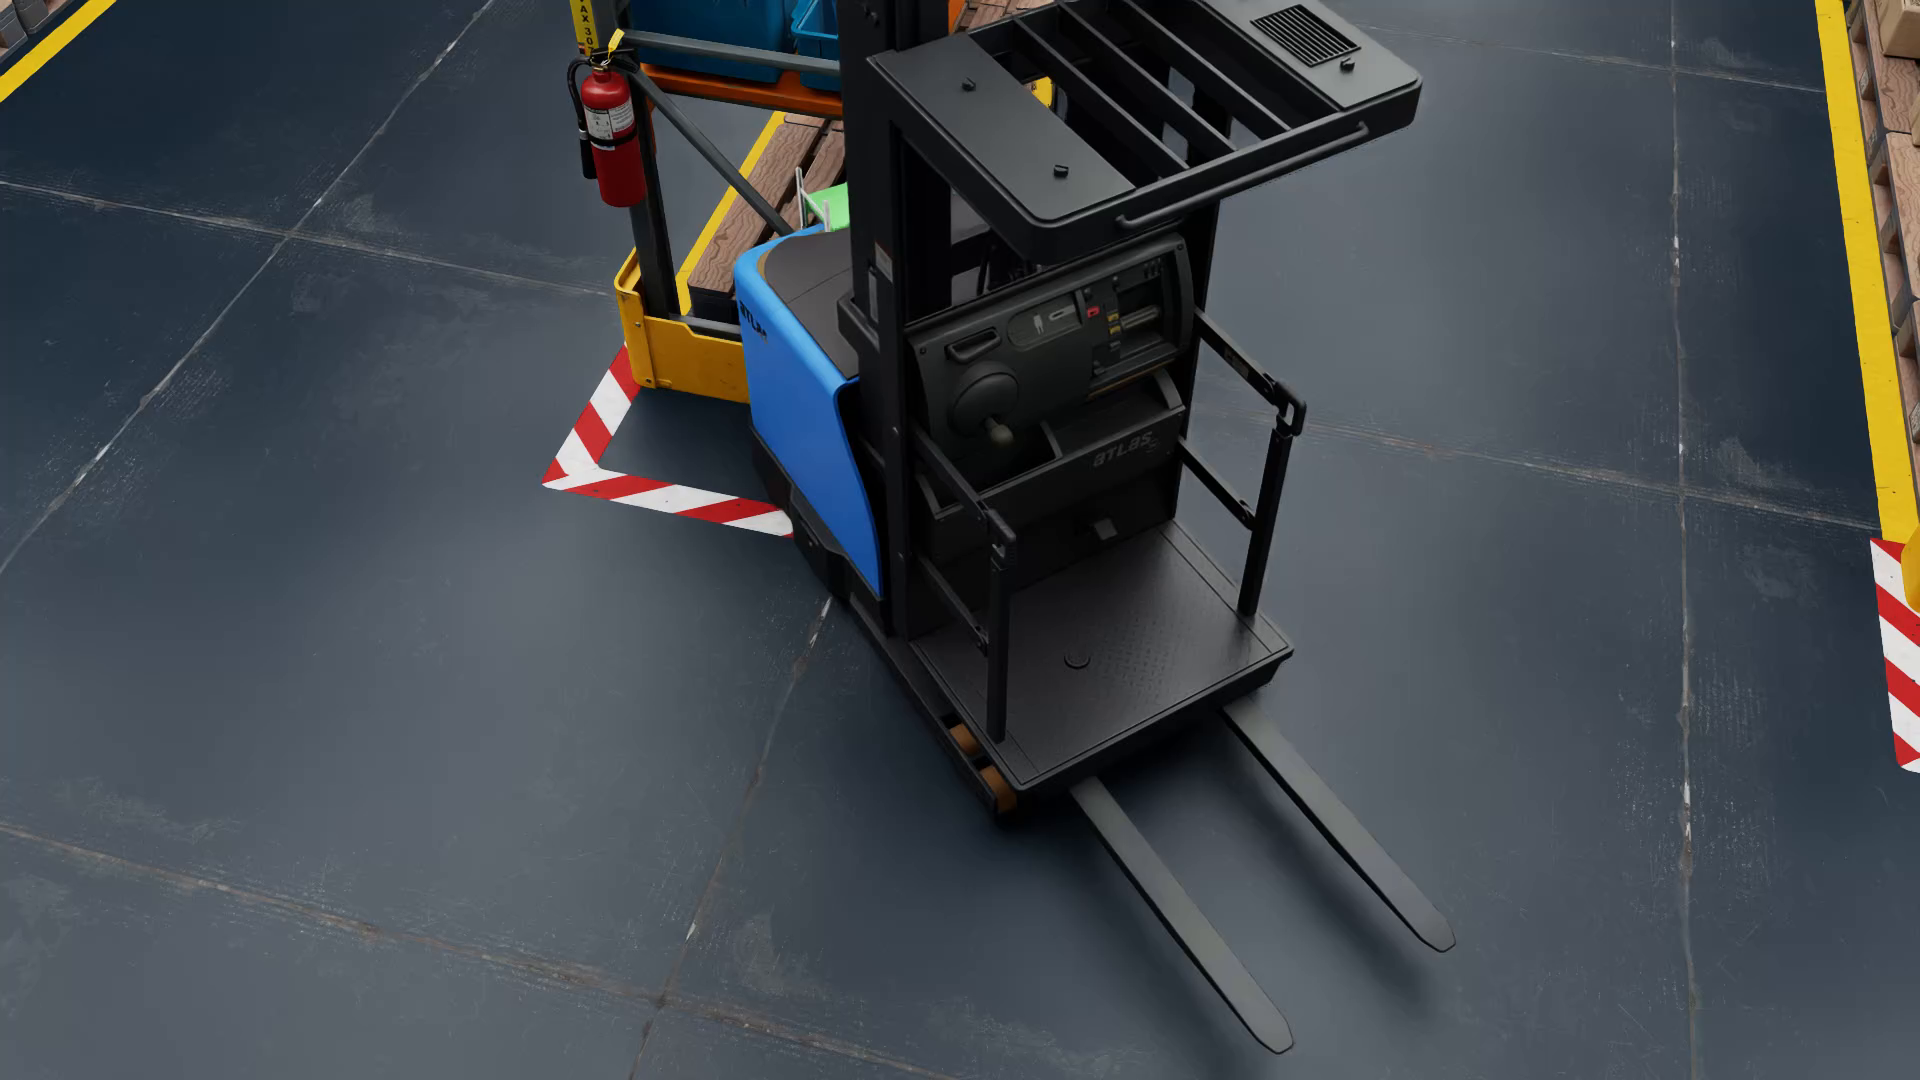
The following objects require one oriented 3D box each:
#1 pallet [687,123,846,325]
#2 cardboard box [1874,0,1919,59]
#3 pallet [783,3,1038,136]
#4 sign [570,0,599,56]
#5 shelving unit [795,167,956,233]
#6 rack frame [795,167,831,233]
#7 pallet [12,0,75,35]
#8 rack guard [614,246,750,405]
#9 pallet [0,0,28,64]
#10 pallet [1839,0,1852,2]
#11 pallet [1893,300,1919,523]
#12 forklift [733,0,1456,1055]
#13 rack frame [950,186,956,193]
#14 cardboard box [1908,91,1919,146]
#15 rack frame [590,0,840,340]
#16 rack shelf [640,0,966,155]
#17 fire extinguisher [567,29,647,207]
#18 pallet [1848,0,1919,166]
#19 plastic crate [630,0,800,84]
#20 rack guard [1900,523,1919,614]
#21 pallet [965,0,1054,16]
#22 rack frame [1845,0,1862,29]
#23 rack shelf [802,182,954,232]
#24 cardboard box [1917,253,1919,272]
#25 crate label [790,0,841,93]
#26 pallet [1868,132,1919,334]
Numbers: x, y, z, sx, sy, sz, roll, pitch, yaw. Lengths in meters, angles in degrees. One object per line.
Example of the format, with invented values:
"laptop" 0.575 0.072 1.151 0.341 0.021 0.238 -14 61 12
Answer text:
"pallet" -0.503 -1.330 7.283 1.003 0.211 1.213 12 50 10
"cardboard box" 4.753 -2.572 8.019 0.500 0.311 0.500 12 50 10
"pallet" -0.180 -2.210 8.059 1.003 0.211 1.213 12 50 10
"sign" -1.293 -1.815 5.742 0.100 0.325 0.005 12 50 10
"shelving unit" -0.285 -0.881 6.200 0.503 1.200 0.258 -22 49 -19
"rack frame" -0.499 -0.795 6.119 0.015 1.200 0.240 -22 49 -19
"pallet" -5.078 -3.192 8.926 1.003 0.211 1.213 12 50 10
"rack guard" -0.752 -0.817 6.637 1.175 0.500 0.348 12 50 10
"pallet" -5.401 -2.312 8.150 1.003 0.211 1.213 12 50 10
"pallet" 5.250 -3.250 8.978 1.003 0.211 1.213 12 50 10
"pallet" 4.249 -0.393 6.456 1.003 0.211 1.213 12 50 10
"forklift" 0.398 -0.475 4.715 1.130 2.935 3.031 -24 53 -20
"rack frame" -0.071 -0.966 6.282 0.015 1.200 0.240 -22 49 -19
"cardboard box" 4.535 -1.896 7.519 0.380 0.166 0.250 12 50 10
"rack frame" -0.758 -1.664 5.718 1.000 3.000 0.127 12 50 10
"rack shelf" -0.232 -2.872 7.264 1.077 0.370 4.000 12 50 10
"fire extinguisher" -1.236 -1.495 5.869 0.296 0.674 0.183 12 50 10
"pallet" 4.891 -2.157 8.014 1.003 0.211 1.213 12 50 10
"plastic crate" -0.850 -1.974 5.928 0.616 0.435 0.499 12 50 10
"rack guard" 4.040 0.089 5.838 1.175 0.500 0.348 12 50 10
"pallet" 0.139 -3.095 8.841 1.003 0.211 1.213 12 50 10
"rack frame" 5.073 -3.577 7.406 1.000 3.000 0.127 12 50 10
"rack shelf" -0.291 -1.175 5.906 0.480 0.148 0.258 -22 49 -19
"cardboard box" 4.204 -1.042 6.710 0.500 0.250 0.500 12 50 10
"crate label" -0.375 -1.742 5.858 0.416 0.233 0.303 12 50 10
"pallet" 4.572 -1.272 7.232 1.003 0.211 1.213 12 50 10
